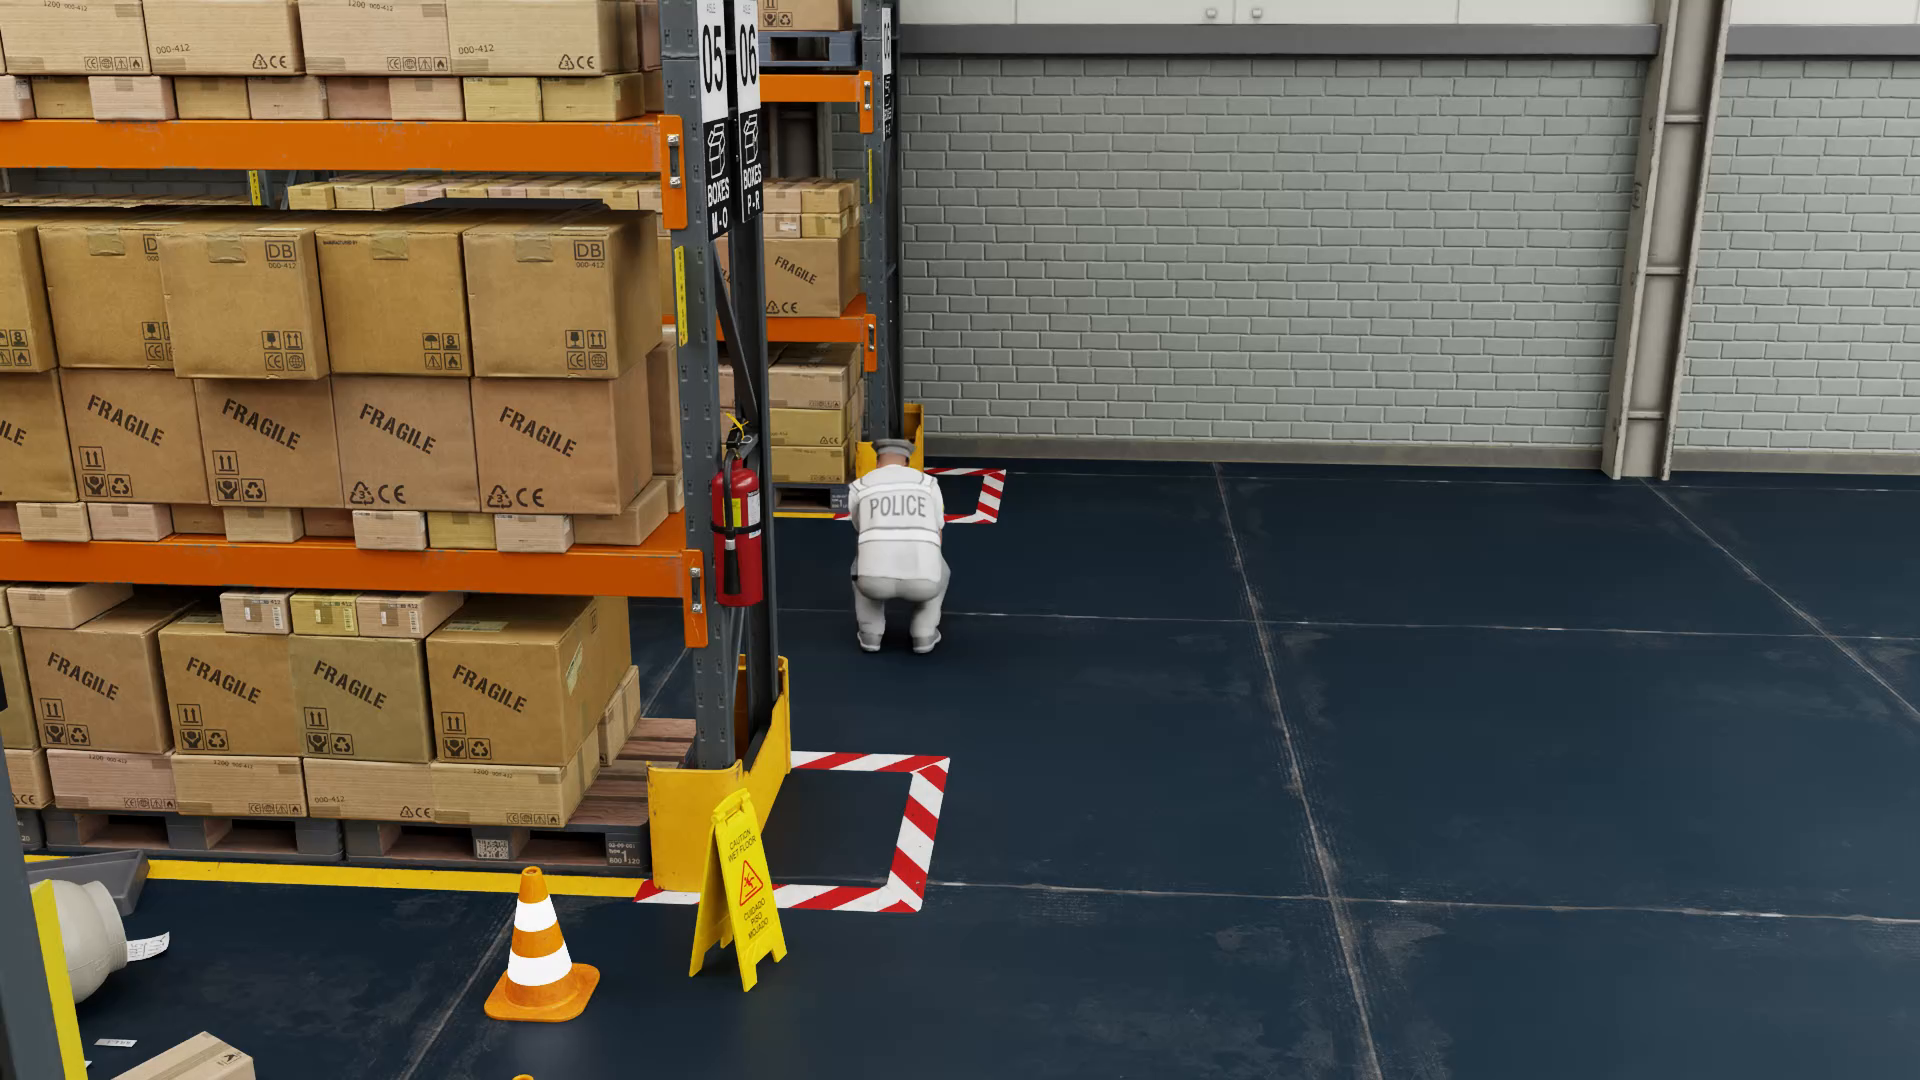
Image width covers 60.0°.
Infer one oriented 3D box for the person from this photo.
[{"bbox_3d":[-0.322,0.024,8.712,0.538,1.022,0.916,1,17,3],"label":"person"}]
